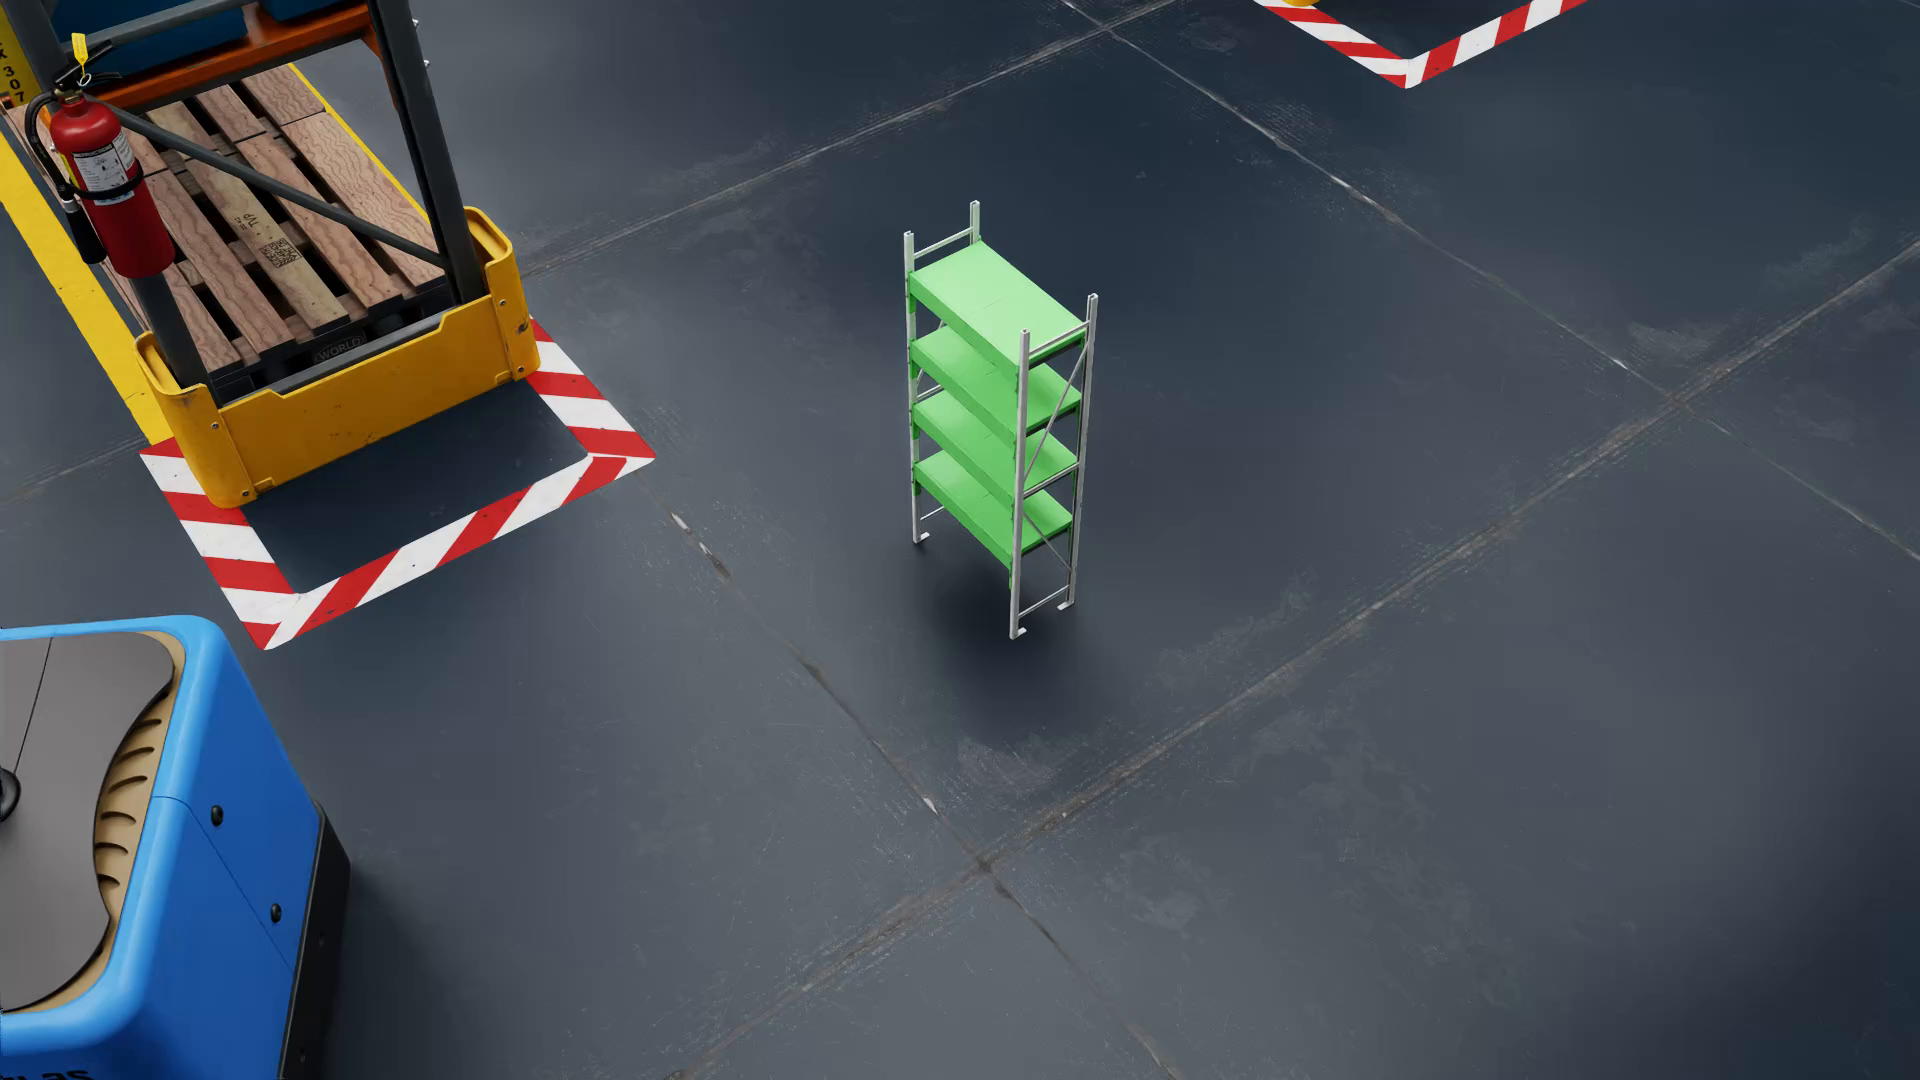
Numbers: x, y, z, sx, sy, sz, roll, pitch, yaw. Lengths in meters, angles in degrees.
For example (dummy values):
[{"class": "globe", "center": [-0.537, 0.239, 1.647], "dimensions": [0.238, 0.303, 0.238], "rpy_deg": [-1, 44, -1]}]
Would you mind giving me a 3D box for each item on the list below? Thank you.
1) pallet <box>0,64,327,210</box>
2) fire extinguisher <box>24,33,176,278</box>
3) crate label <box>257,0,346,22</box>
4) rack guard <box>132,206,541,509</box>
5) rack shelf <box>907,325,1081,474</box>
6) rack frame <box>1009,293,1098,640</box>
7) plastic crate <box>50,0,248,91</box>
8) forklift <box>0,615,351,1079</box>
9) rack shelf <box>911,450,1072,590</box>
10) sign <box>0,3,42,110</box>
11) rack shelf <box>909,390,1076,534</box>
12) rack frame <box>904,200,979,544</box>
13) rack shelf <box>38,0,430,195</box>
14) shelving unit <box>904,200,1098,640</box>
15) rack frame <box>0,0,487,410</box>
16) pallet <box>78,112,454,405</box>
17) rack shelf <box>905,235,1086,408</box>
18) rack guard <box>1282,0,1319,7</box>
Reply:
[{"class": "pallet", "center": [-3.235, -1.745, 6.689], "dimensions": [1.003, 0.211, 1.213], "rpy_deg": [-29, 54, -24]}, {"class": "fire extinguisher", "center": [-2.302, -1.015, 4.449], "dimensions": [0.296, 0.674, 0.183], "rpy_deg": [-29, 54, -24]}, {"class": "crate label", "center": [-1.919, -1.716, 4.853], "dimensions": [0.416, 0.233, 0.303], "rpy_deg": [-29, 54, -24]}, {"class": "rack guard", "center": [-2.007, -0.611, 5.466], "dimensions": [1.175, 0.500, 0.348], "rpy_deg": [-29, 54, -24]}, {"class": "rack shelf", "center": [0.100, -0.424, 4.587], "dimensions": [0.258, 0.148, 0.480], "rpy_deg": [-29, 54, -24]}, {"class": "rack frame", "center": [0.248, -0.162, 4.587], "dimensions": [0.240, 1.200, 0.015], "rpy_deg": [-29, 54, -24]}, {"class": "plastic crate", "center": [-2.383, -1.604, 4.615], "dimensions": [0.616, 0.435, 0.499], "rpy_deg": [-29, 54, -24]}, {"class": "forklift", "center": [-3.056, 0.371, 2.935], "dimensions": [3.031, 2.935, 1.130], "rpy_deg": [-5, 48, -4]}, {"class": "rack shelf", "center": [0.100, -0.101, 4.942], "dimensions": [0.258, 0.148, 0.480], "rpy_deg": [-29, 54, -24]}, {"class": "sign", "center": [-2.460, -1.257, 4.255], "dimensions": [0.100, 0.325, 0.005], "rpy_deg": [-29, 54, -24]}, {"class": "rack shelf", "center": [0.100, -0.262, 4.764], "dimensions": [0.258, 0.148, 0.480], "rpy_deg": [-29, 54, -24]}, {"class": "rack frame", "center": [-0.048, -0.449, 4.847], "dimensions": [0.240, 1.200, 0.015], "rpy_deg": [-29, 54, -24]}, {"class": "rack shelf", "center": [-3.243, -2.396, 5.883], "dimensions": [1.077, 0.370, 4.000], "rpy_deg": [-29, 54, -24]}, {"class": "shelving unit", "center": [0.100, -0.305, 4.717], "dimensions": [0.258, 1.200, 0.503], "rpy_deg": [-29, 54, -24]}, {"class": "rack frame", "center": [-2.032, -1.459, 4.548], "dimensions": [1.000, 3.000, 0.127], "rpy_deg": [-29, 54, -24]}, {"class": "pallet", "center": [-2.500, -1.026, 6.037], "dimensions": [1.003, 0.211, 1.213], "rpy_deg": [-29, 54, -24]}, {"class": "rack shelf", "center": [0.100, -0.585, 4.409], "dimensions": [0.258, 0.148, 0.480], "rpy_deg": [-29, 54, -24]}, {"class": "rack guard", "center": [1.867, -2.884, 7.527], "dimensions": [1.175, 0.500, 0.348], "rpy_deg": [-29, 54, -24]}]
